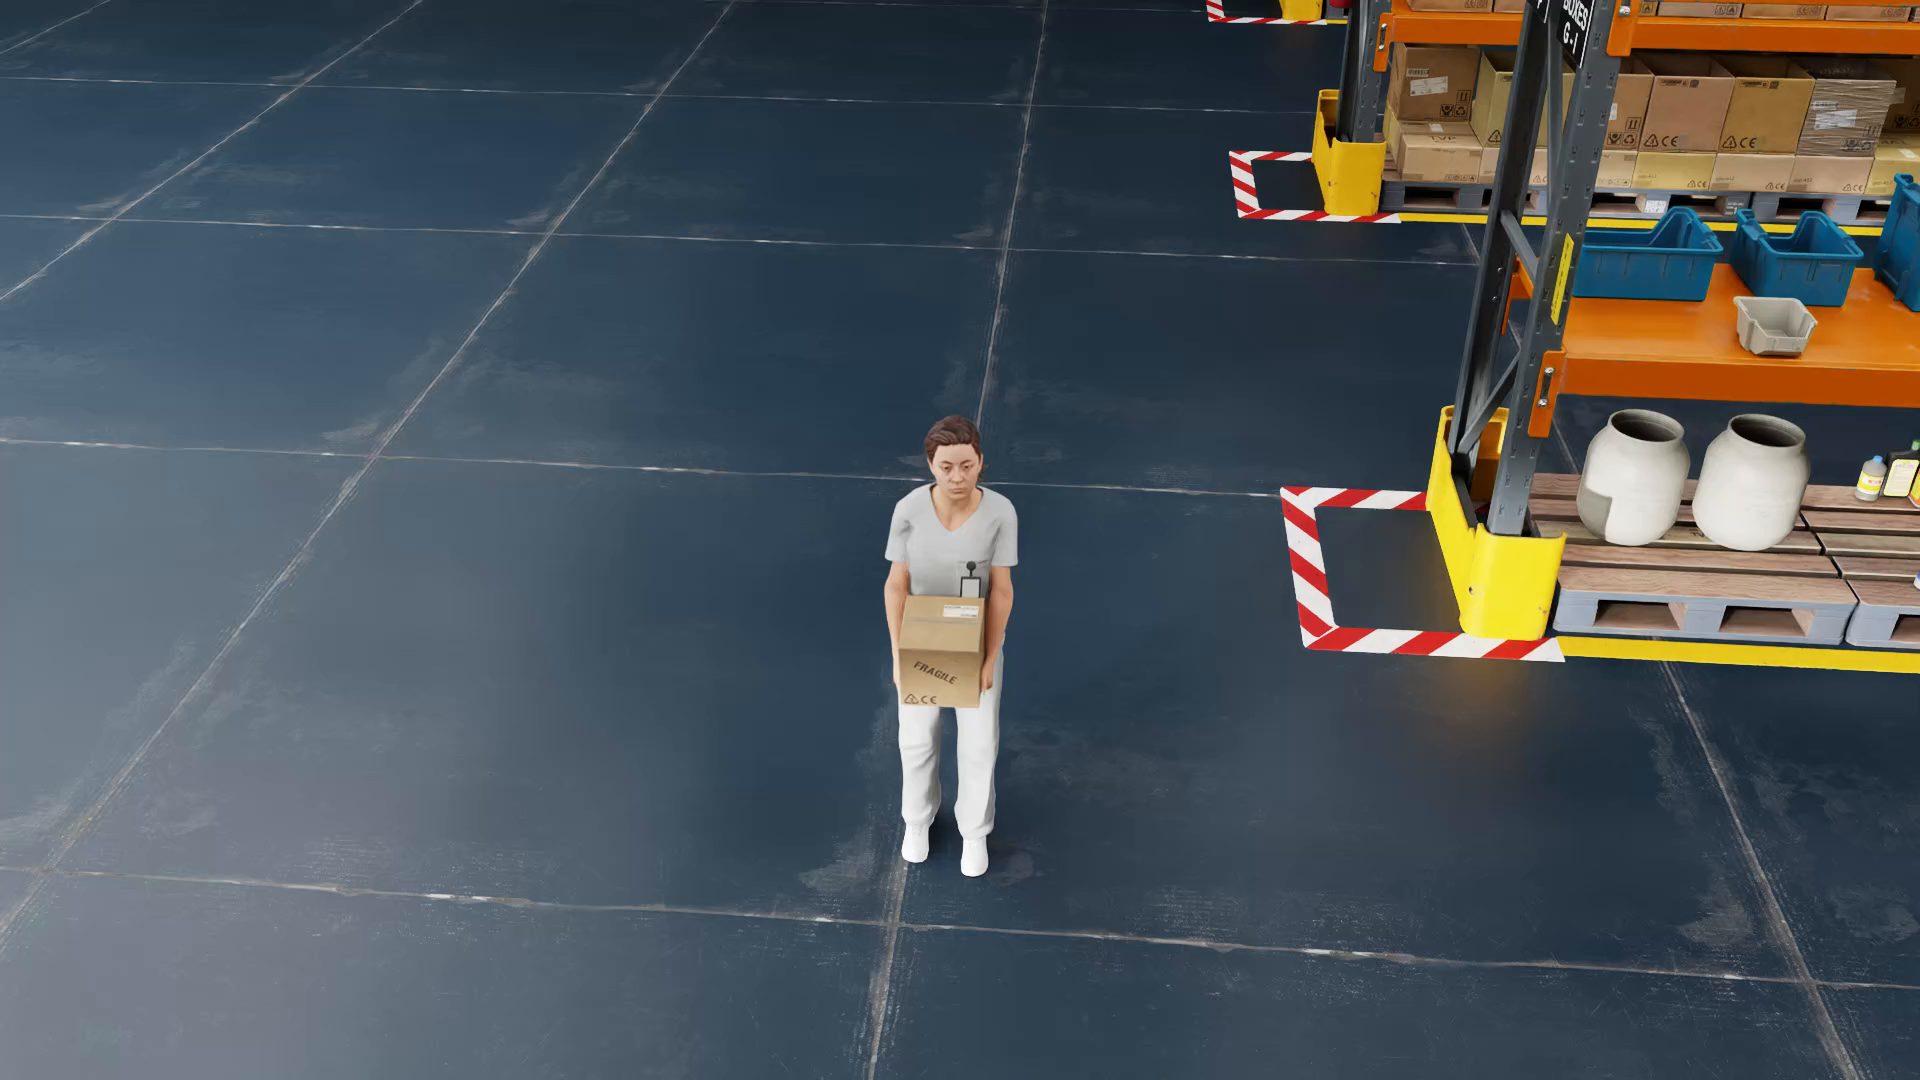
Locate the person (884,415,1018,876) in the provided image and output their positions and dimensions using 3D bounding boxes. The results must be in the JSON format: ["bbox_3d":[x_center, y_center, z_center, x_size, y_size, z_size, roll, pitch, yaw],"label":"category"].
[{"bbox_3d":[-0.033,0.396,5.517,0.431,1.668,0.545,3,32,4],"label":"person"}]
